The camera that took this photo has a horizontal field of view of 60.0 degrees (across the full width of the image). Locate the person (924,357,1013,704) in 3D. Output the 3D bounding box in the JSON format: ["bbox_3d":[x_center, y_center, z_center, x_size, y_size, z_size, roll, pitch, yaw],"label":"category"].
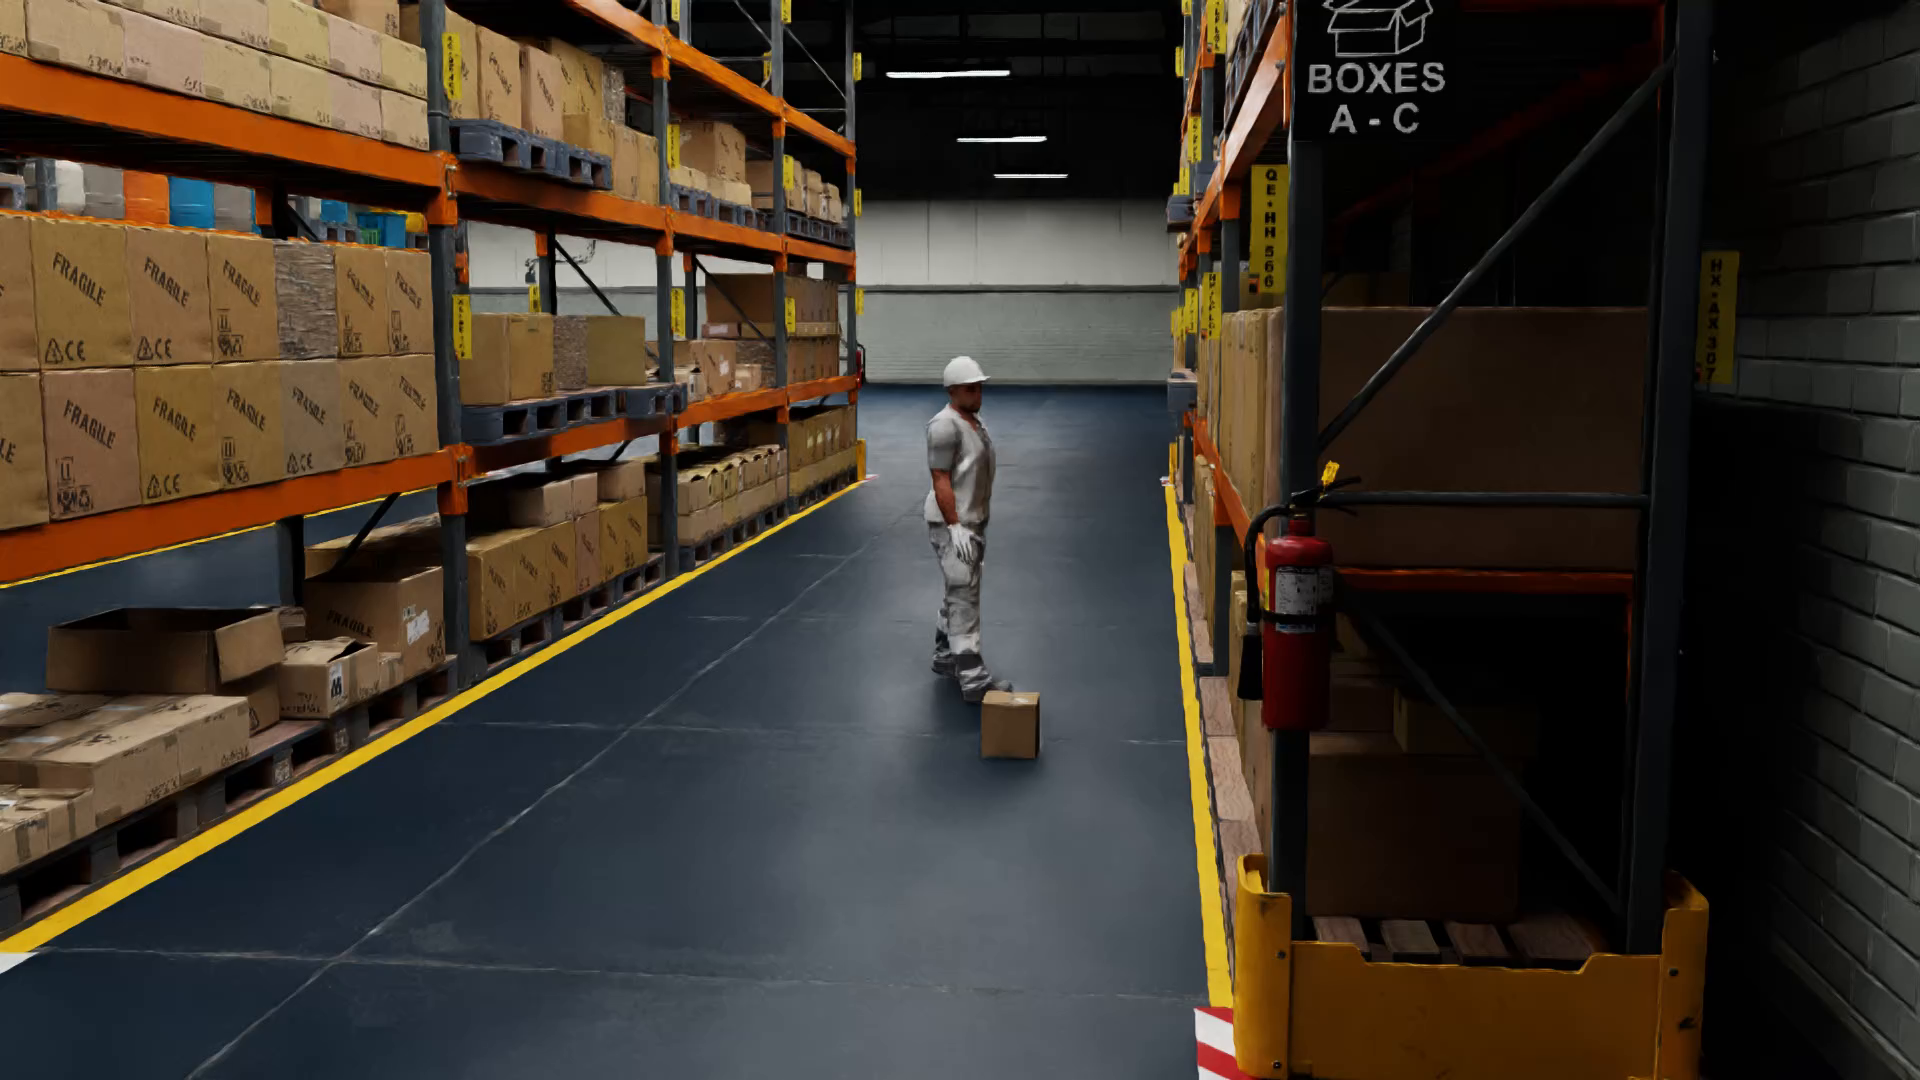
[{"bbox_3d":[0.035,-0.076,8.783,0.569,1.780,0.650,3,8,19],"label":"person"}]
